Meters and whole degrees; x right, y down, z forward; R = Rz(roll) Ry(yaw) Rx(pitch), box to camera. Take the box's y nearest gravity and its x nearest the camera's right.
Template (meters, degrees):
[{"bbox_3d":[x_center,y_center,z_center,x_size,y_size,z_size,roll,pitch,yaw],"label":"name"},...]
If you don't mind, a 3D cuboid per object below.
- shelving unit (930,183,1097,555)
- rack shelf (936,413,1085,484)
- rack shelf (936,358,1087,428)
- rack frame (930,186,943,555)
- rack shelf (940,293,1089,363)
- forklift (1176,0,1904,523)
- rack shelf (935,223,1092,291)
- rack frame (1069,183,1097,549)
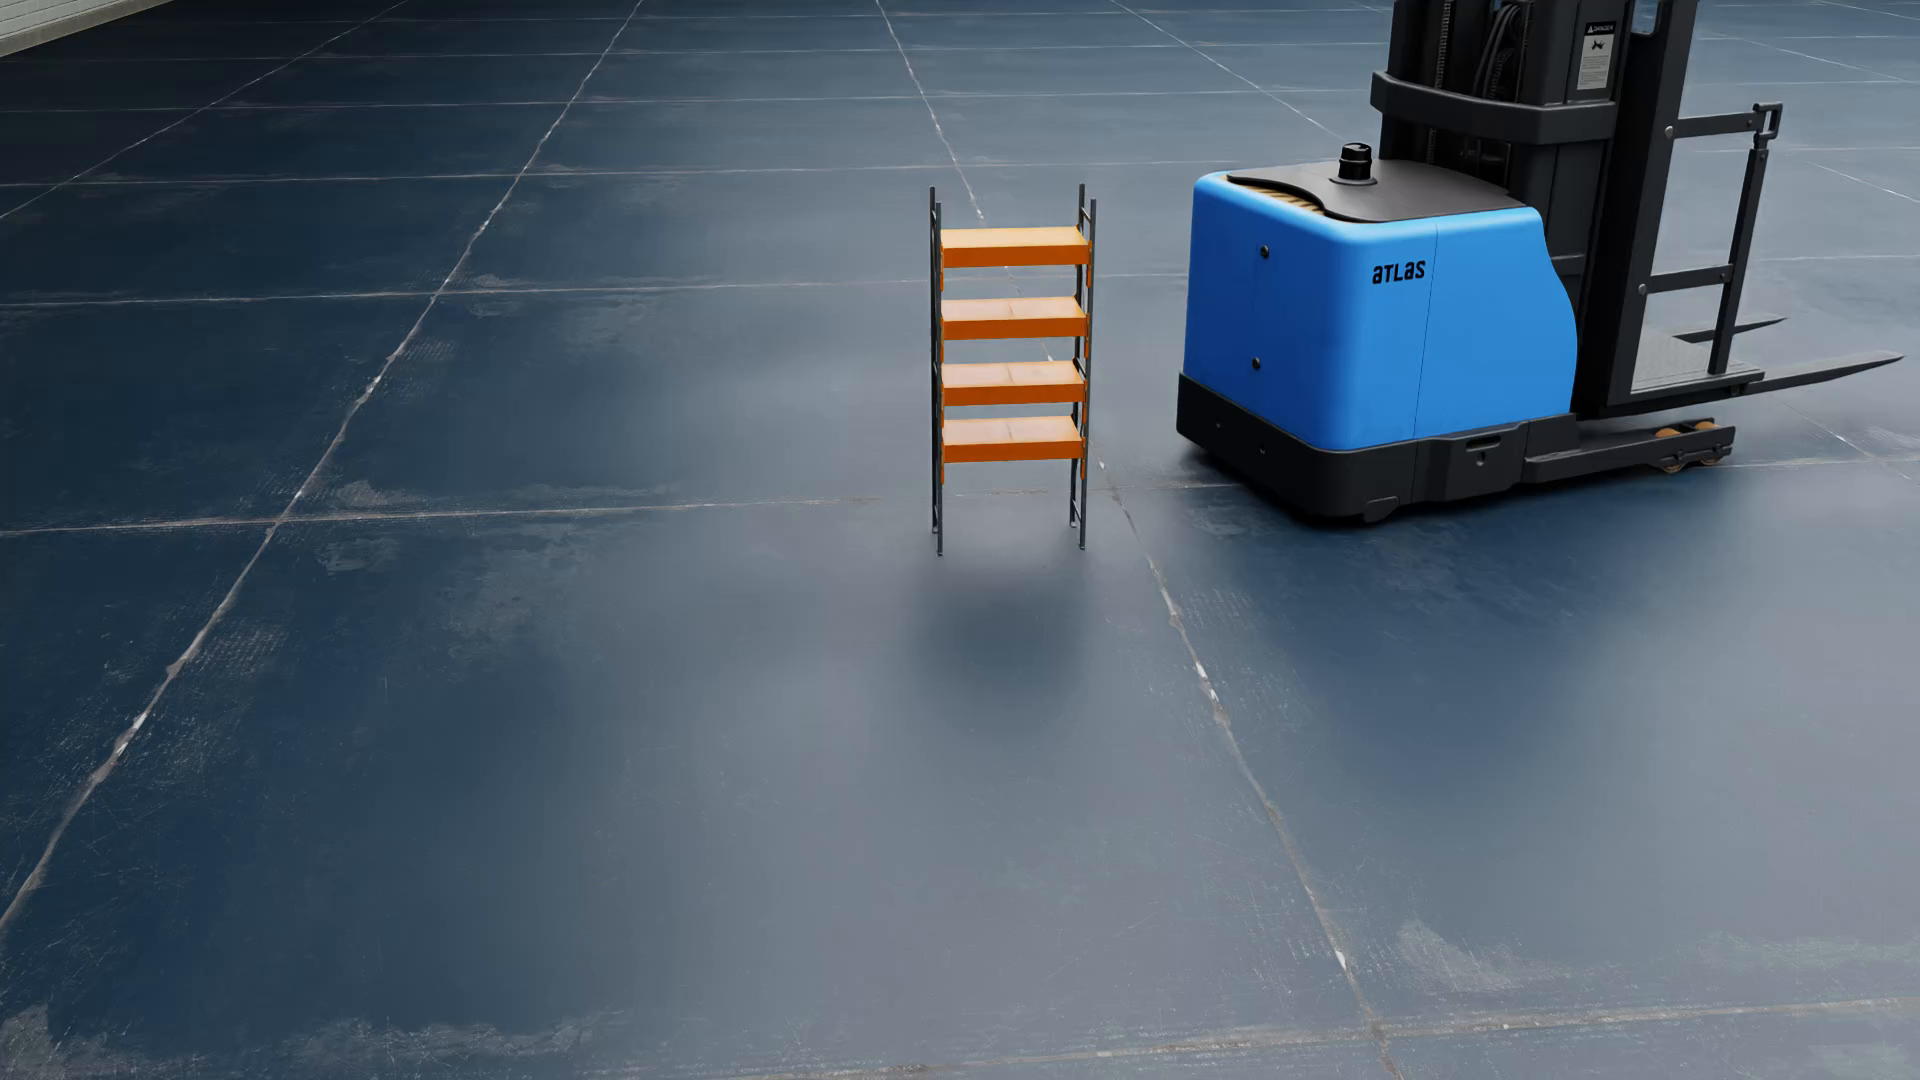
[{"bbox_3d":[0.165,-0.555,5.521,0.503,1.200,0.258,-2,24,-5],"label":"shelving unit"},{"bbox_3d":[0.165,-0.312,5.629,0.480,0.148,0.258,-2,24,-5],"label":"rack shelf"},{"bbox_3d":[0.165,-0.493,5.548,0.480,0.148,0.258,-2,24,-5],"label":"rack shelf"},{"bbox_3d":[-0.078,-0.545,5.499,0.015,1.200,0.240,-2,24,-5],"label":"rack frame"},{"bbox_3d":[0.165,-0.698,5.458,0.480,0.148,0.258,-2,24,-5],"label":"rack shelf"},{"bbox_3d":[2.415,-1.780,6.145,3.031,2.935,1.130,-10,26,-22],"label":"forklift"},{"bbox_3d":[0.165,-0.914,5.362,0.480,0.148,0.258,-2,24,-5],"label":"rack shelf"},{"bbox_3d":[0.408,-0.565,5.543,0.015,1.200,0.240,-2,24,-5],"label":"rack frame"}]
